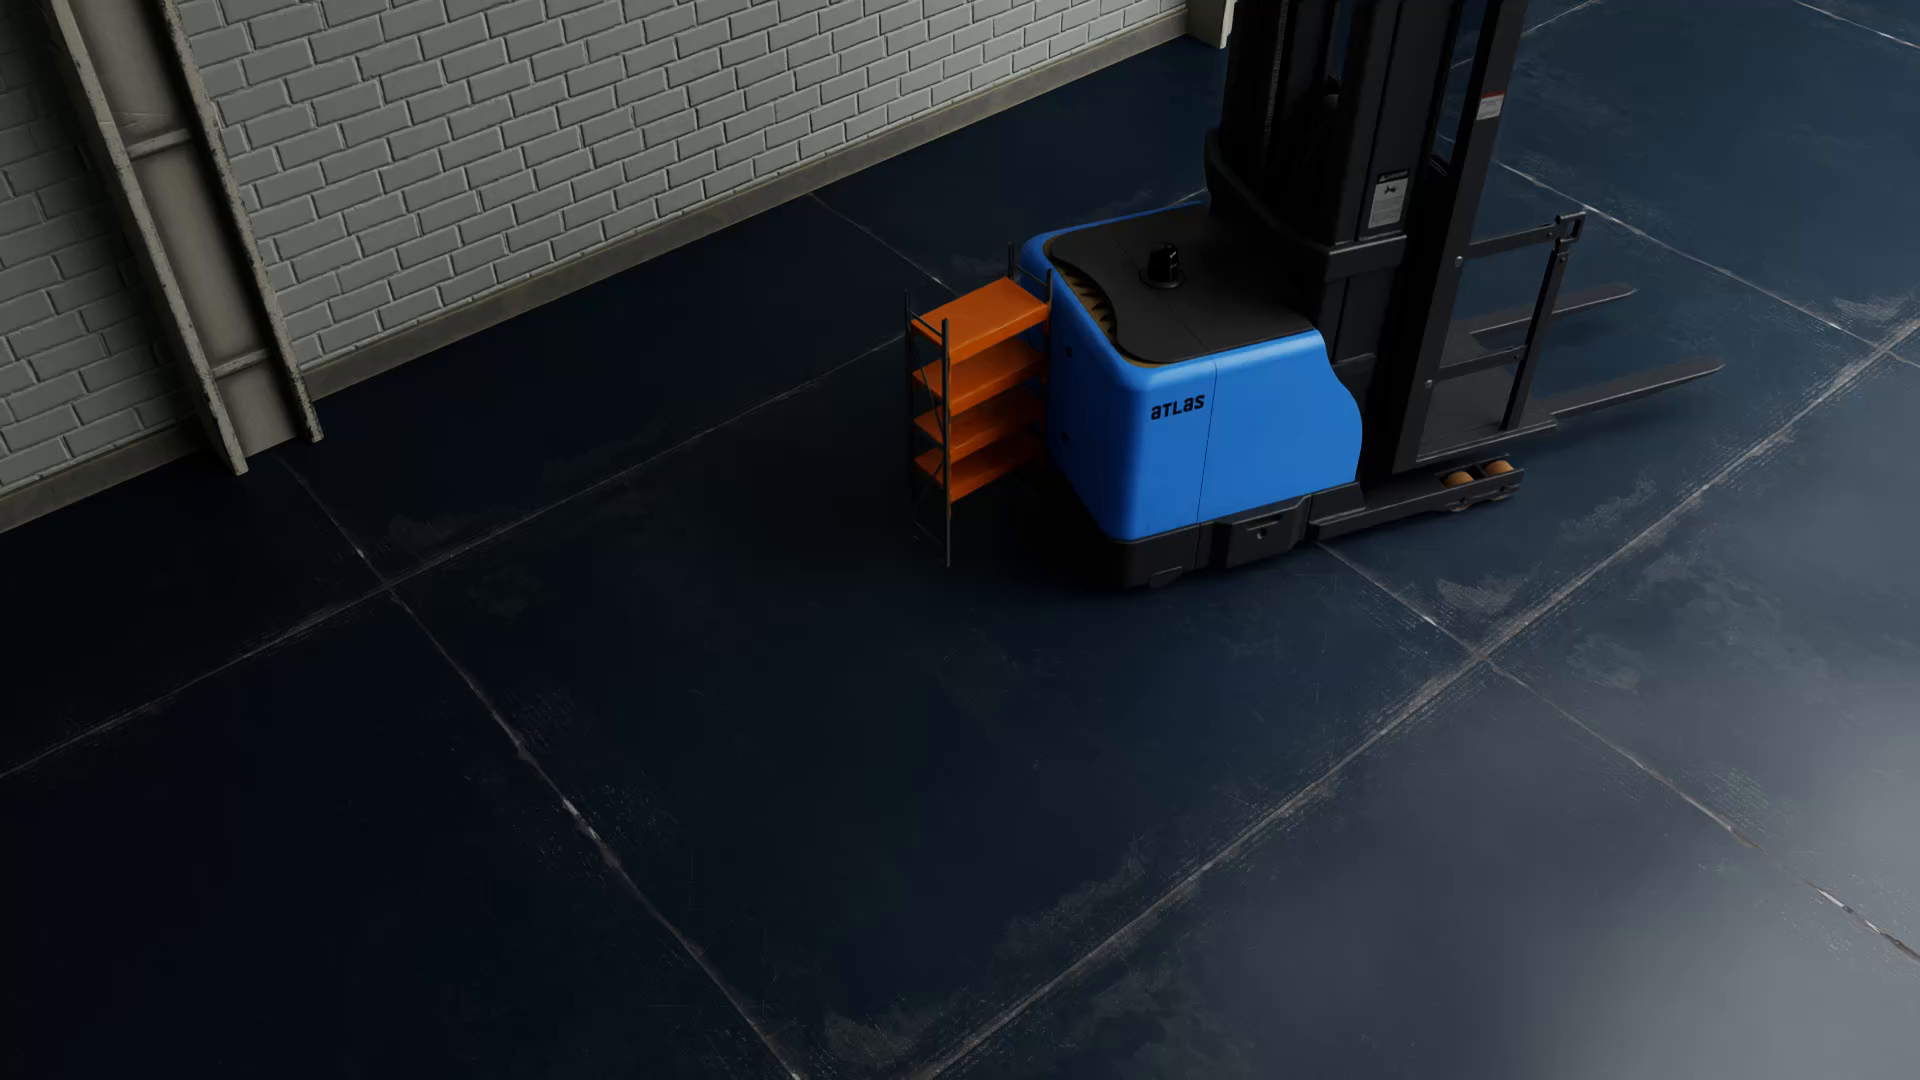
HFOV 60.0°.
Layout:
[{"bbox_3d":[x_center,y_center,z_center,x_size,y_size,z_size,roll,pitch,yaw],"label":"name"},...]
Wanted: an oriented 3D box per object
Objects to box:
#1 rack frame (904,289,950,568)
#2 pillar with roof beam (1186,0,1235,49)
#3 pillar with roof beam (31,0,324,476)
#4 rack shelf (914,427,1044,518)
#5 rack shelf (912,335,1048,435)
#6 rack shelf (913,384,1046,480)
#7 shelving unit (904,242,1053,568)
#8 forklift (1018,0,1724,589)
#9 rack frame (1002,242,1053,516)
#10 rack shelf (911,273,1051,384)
[{"bbox_3d":[-0.121,-0.394,6.293,0.015,1.200,0.240,-29,50,-27],"label":"rack frame"},{"bbox_3d":[4.353,-4.093,4.534,0.400,9.000,9.100,-30,51,-28],"label":"pillar with roof beam"},{"bbox_3d":[-0.249,-1.457,1.728,0.400,9.000,9.100,-30,51,-28],"label":"pillar with roof beam"},{"bbox_3d":[0.069,-0.305,6.586,0.480,0.148,0.258,-29,50,-27],"label":"rack shelf"},{"bbox_3d":[0.069,-0.612,6.297,0.480,0.148,0.258,-29,50,-27],"label":"rack shelf"},{"bbox_3d":[0.069,-0.449,6.450,0.480,0.148,0.258,-29,50,-27],"label":"rack shelf"},{"bbox_3d":[0.069,-0.498,6.404,0.503,1.200,0.258,-29,50,-27],"label":"shelving unit"},{"bbox_3d":[1.793,-1.510,6.217,3.031,2.935,1.130,-15,45,-15],"label":"forklift"},{"bbox_3d":[0.259,-0.603,6.516,0.015,1.200,0.240,-29,50,-27],"label":"rack frame"},{"bbox_3d":[0.069,-0.785,6.135,0.480,0.148,0.258,-29,50,-27],"label":"rack shelf"}]
